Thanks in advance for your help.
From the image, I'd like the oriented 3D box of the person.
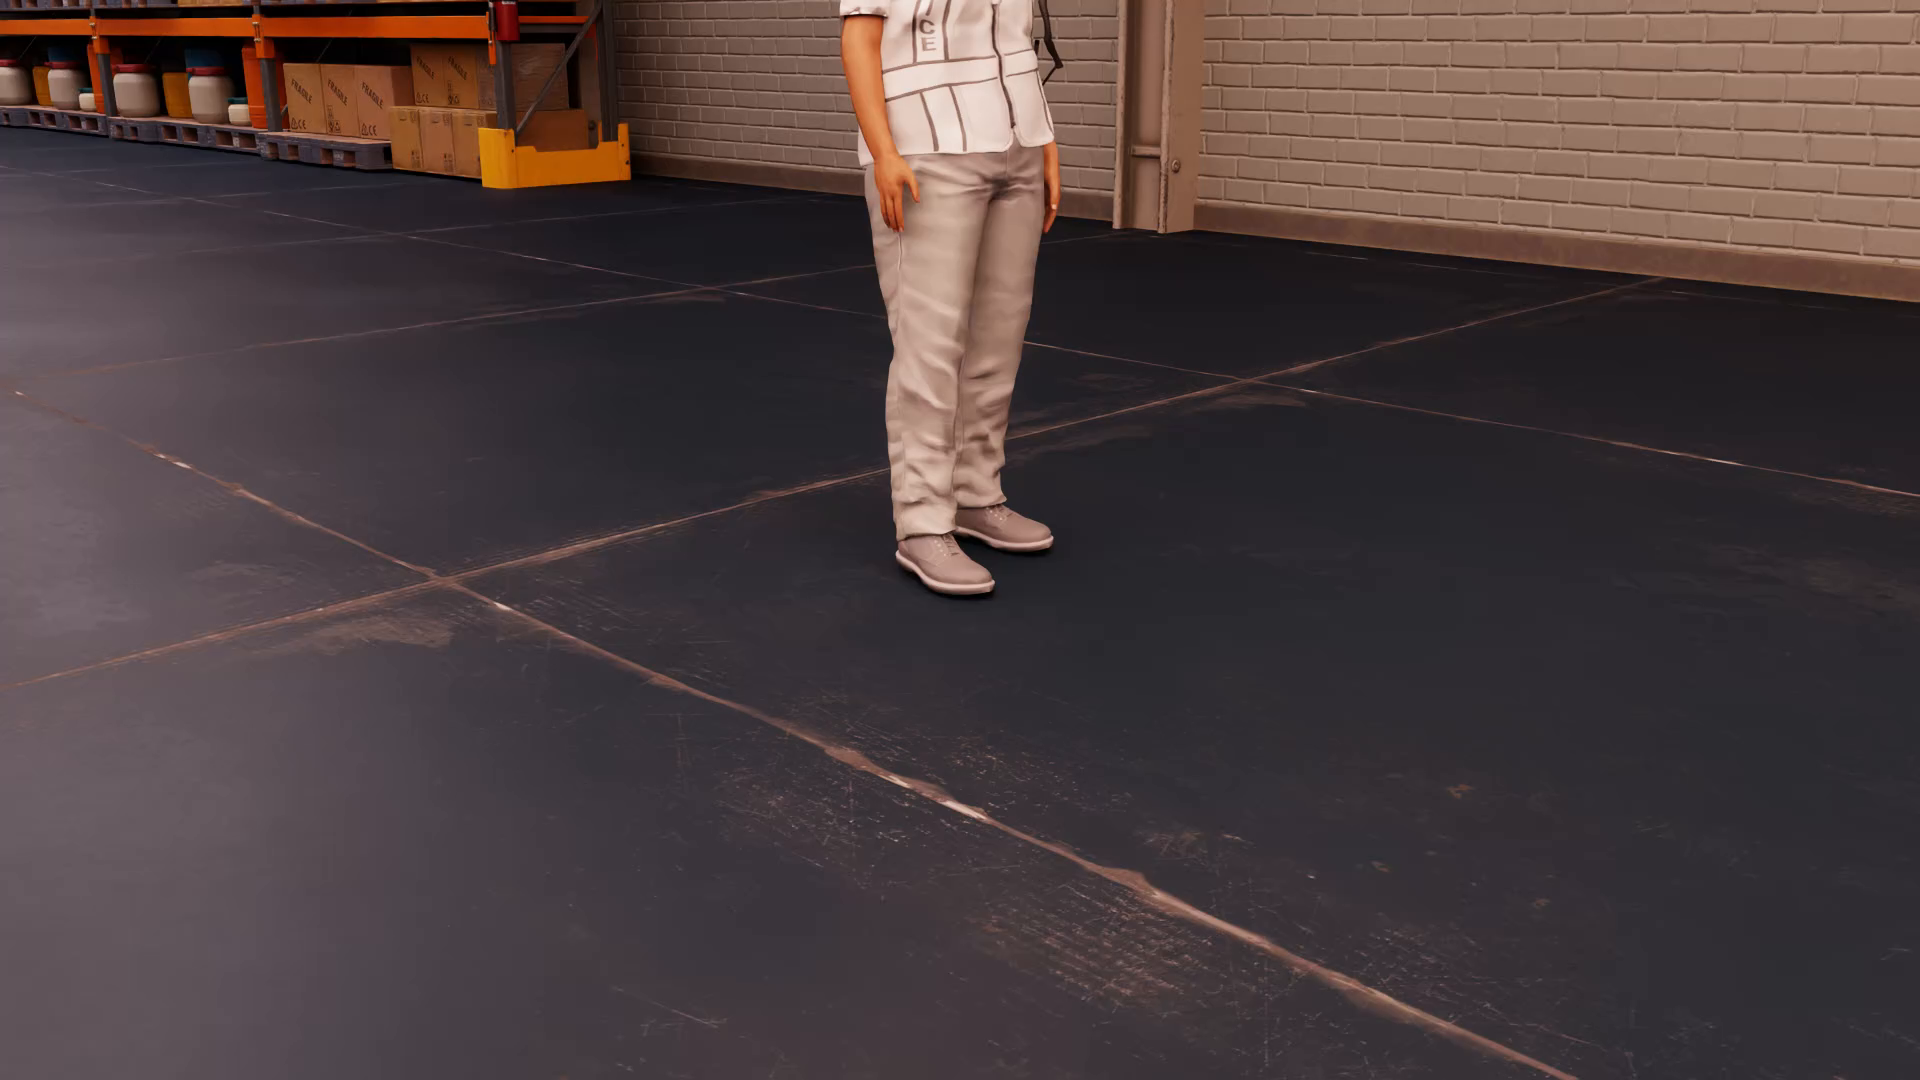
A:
[{"bbox_3d":[0.038,-0.782,3.580,0.529,1.670,0.598,16,23,42],"label":"person"}]
